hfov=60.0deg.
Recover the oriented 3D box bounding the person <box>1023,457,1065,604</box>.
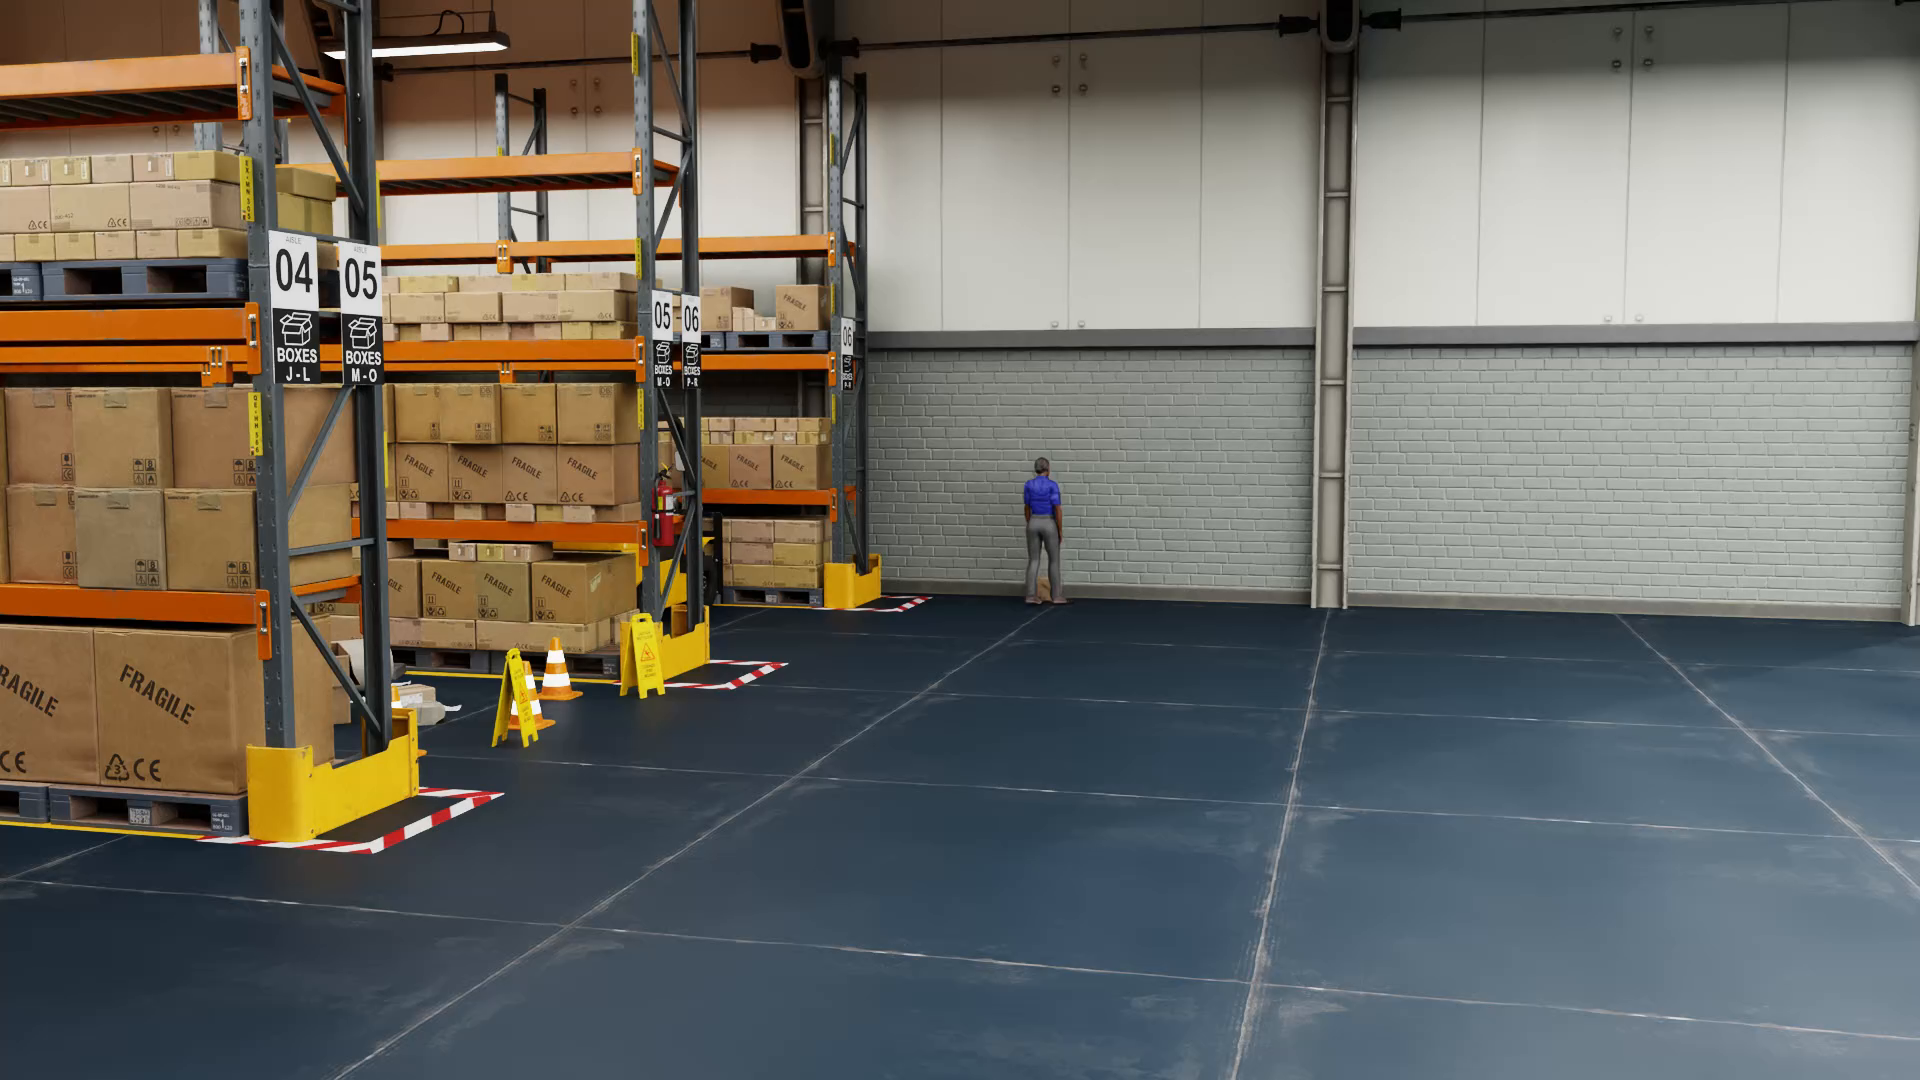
[{"bbox_3d":[0.937,-0.095,18.659,0.461,1.654,0.494,2,5,21],"label":"person"}]
